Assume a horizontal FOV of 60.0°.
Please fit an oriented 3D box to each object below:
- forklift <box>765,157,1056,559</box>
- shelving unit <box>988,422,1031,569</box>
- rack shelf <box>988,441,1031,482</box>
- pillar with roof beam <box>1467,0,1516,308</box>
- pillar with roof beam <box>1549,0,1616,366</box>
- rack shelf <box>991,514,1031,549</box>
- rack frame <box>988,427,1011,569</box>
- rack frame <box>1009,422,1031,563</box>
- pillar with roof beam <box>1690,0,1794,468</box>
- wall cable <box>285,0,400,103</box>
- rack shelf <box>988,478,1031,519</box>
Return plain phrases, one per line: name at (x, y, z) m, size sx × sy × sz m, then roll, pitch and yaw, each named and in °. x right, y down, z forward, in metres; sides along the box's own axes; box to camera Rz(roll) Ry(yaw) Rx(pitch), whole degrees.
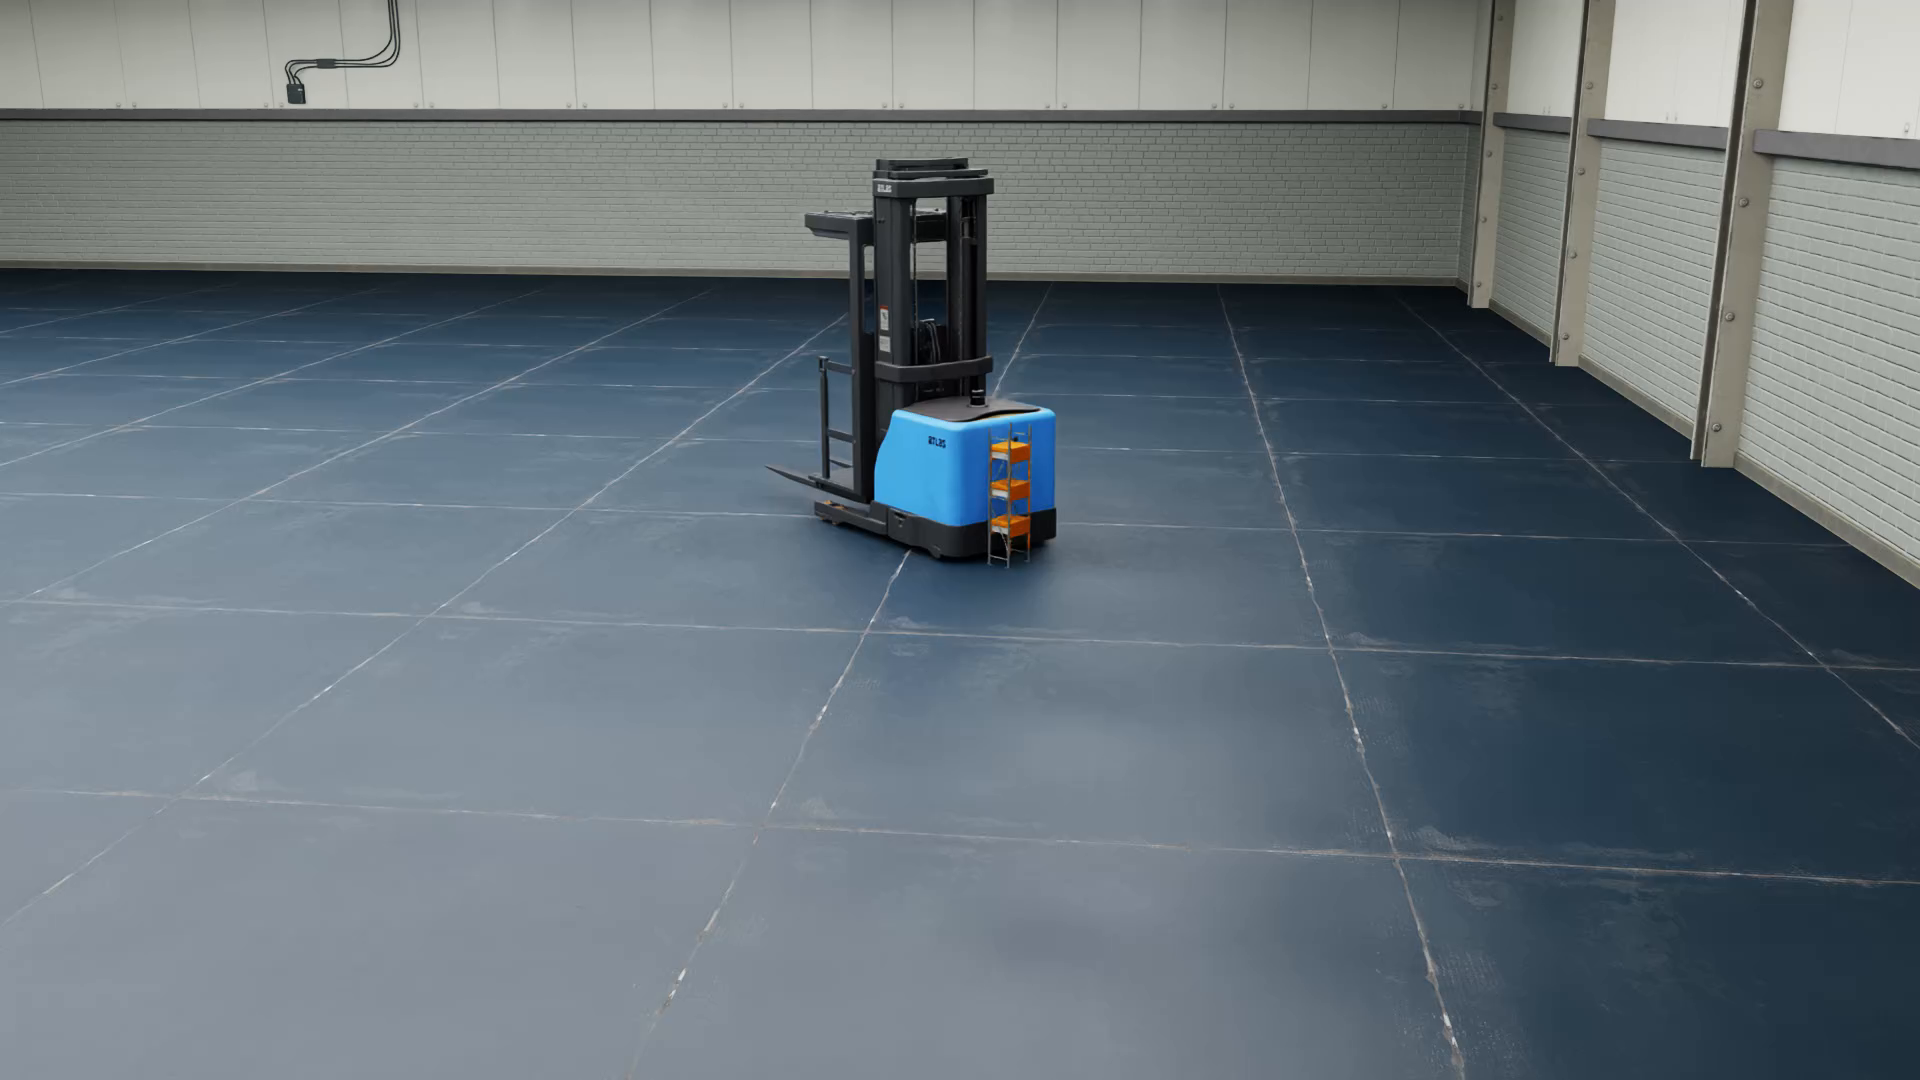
forklift at (-0.546, -1.601, 13.467) m, size 1.130 × 2.935 × 3.031 m, roll -11°, pitch 19°, yaw -36°
shelving unit at (0.369, -0.329, 12.368) m, size 0.215 × 1.050 × 0.252 m, roll 12°, pitch 20°, yaw 39°
rack shelf at (0.369, -0.593, 12.296) m, size 0.215 × 0.259 × 0.240 m, roll 12°, pitch 20°, yaw 39°
pillar with roof beam at (4.274, -8.321, 26.697) m, size 9.100 × 9.000 × 0.400 m, roll 2°, pitch 15°, yaw 6°
pillar with roof beam at (3.597, -6.765, 20.942) m, size 9.100 × 9.000 × 0.400 m, roll 2°, pitch 15°, yaw 6°
rack shelf at (0.369, -0.051, 12.443) m, size 0.215 × 0.259 × 0.240 m, roll 12°, pitch 20°, yaw 39°
rack frame at (0.290, -0.305, 12.278) m, size 0.200 × 1.050 × 0.008 m, roll 12°, pitch 20°, yaw 39°
rack frame at (0.448, -0.354, 12.458) m, size 0.200 × 1.050 × 0.008 m, roll 12°, pitch 20°, yaw 39°
pillar with roof beam at (2.920, -5.209, 15.187) m, size 9.100 × 9.000 × 0.400 m, roll 2°, pitch 15°, yaw 6°
wall cable at (-11.670, -11.206, 30.848) m, size 2.305 × 6.003 × 0.169 m, roll 2°, pitch 15°, yaw 6°
rack shelf at (0.369, -0.319, 12.371) m, size 0.215 × 0.259 × 0.240 m, roll 12°, pitch 20°, yaw 39°
